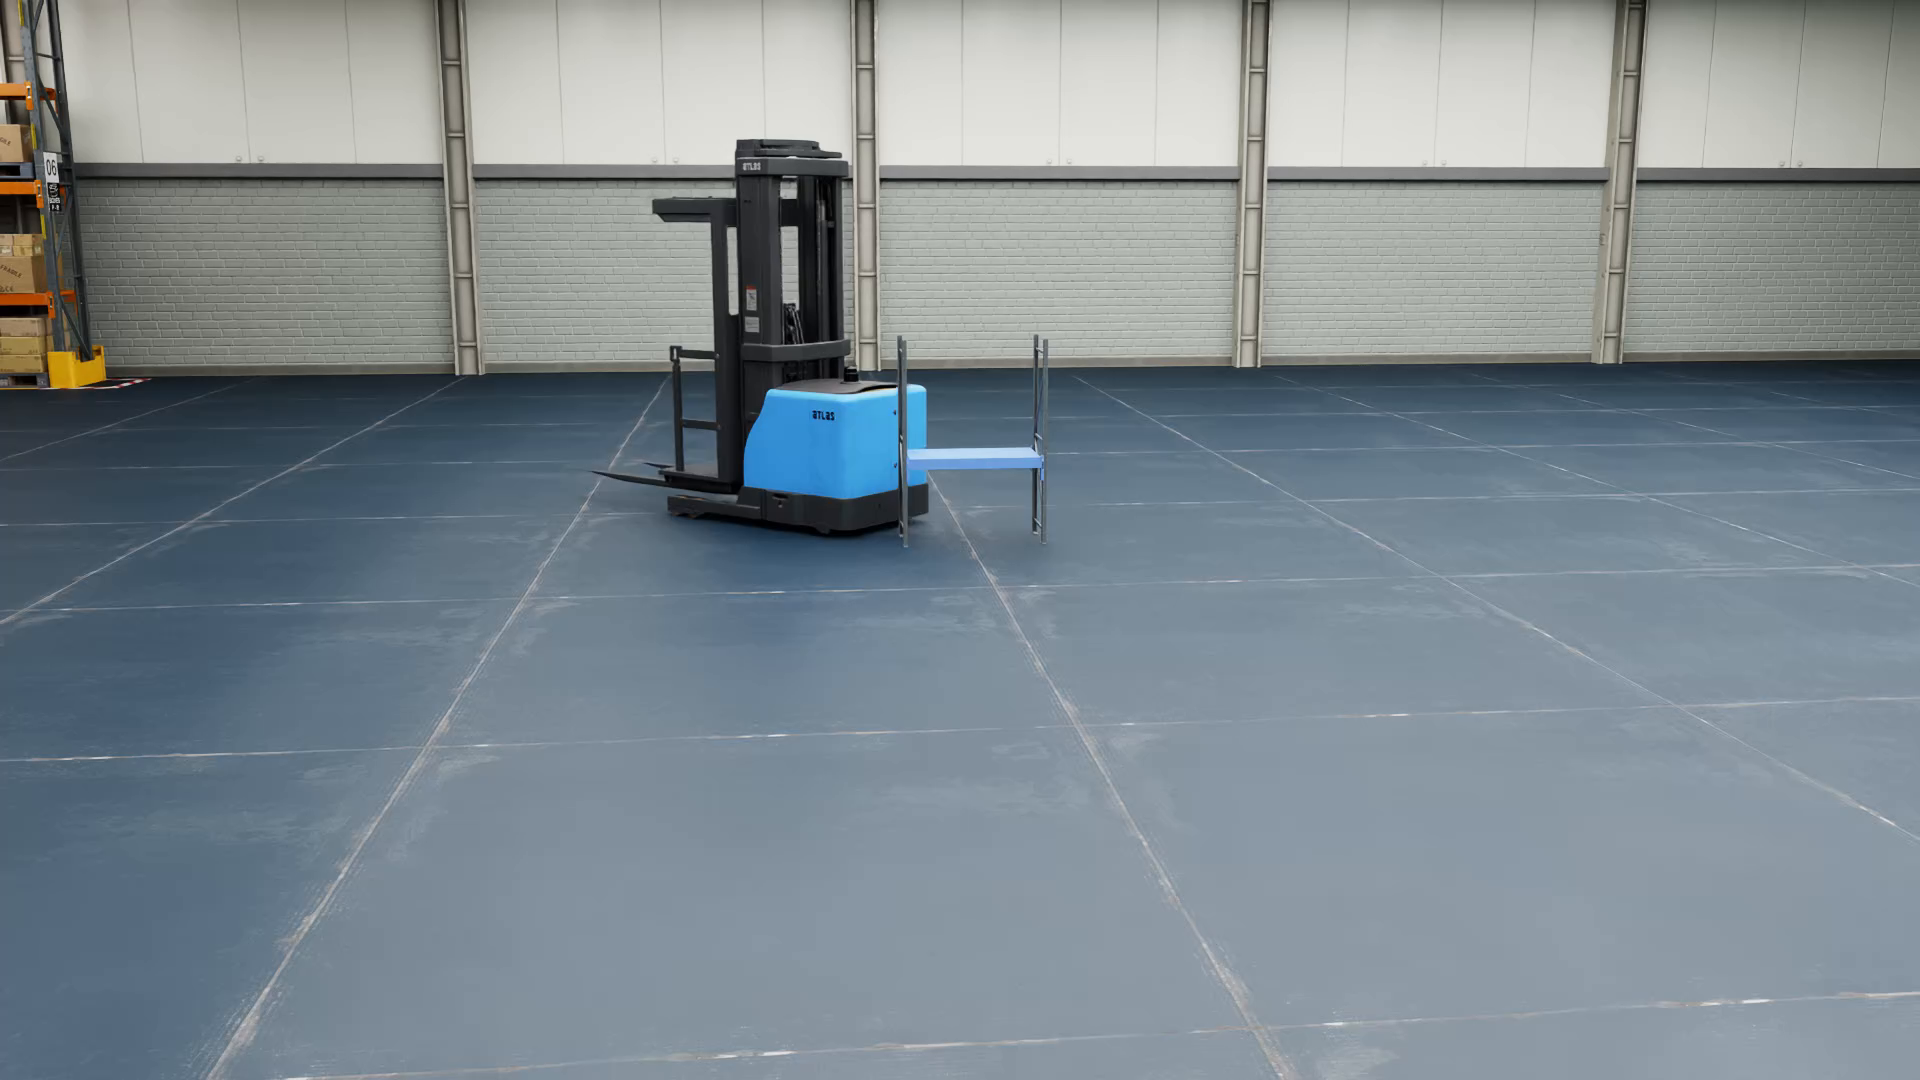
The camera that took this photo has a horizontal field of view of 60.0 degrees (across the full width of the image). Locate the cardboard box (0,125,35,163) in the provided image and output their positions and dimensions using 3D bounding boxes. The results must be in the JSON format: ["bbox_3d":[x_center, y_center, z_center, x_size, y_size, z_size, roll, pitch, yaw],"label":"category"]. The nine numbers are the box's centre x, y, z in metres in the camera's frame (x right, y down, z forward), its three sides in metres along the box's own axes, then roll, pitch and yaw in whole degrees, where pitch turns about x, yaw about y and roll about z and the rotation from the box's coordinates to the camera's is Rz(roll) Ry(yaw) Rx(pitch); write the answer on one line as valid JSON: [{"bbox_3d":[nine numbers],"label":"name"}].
[{"bbox_3d":[-12.981,-5.415,22.752,0.500,0.500,0.500,-1,11,-4],"label":"cardboard box"}]

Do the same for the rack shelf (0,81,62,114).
[{"bbox_3d":[-14.556,-6.047,22.703,4.000,0.370,1.077,-1,11,-6],"label":"rack shelf"}]

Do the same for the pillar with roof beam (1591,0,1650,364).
[{"bbox_3d":[10.967,-6.471,21.956,0.400,9.000,9.100,-1,11,-6],"label":"pillar with roof beam"}]

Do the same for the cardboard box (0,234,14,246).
[{"bbox_3d":[-13.143,-4.149,22.985,0.250,0.149,0.380,-1,11,-6],"label":"cardboard box"}]

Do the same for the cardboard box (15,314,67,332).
[{"bbox_3d":[-13.066,-3.068,23.648,0.500,0.250,0.500,-1,11,-7],"label":"cardboard box"}]

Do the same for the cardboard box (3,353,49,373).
[{"bbox_3d":[-13.001,-2.481,23.252,0.500,0.250,0.500,-1,11,-6],"label":"cardboard box"}]

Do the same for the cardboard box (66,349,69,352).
[{"bbox_3d":[-13.077,-2.579,23.749,0.500,0.250,0.500,-1,11,-6],"label":"cardboard box"}]

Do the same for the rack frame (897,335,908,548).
[{"bbox_3d":[-0.421,-0.727,12.179,0.032,1.500,0.500,-1,11,-6],"label":"rack frame"}]

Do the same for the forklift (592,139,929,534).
[{"bbox_3d":[-1.733,-1.683,13.329,3.031,2.935,1.130,8,14,36],"label":"forklift"}]

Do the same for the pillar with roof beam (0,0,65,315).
[{"bbox_3d":[-12.892,-5.971,19.413,0.400,9.000,9.100,-1,11,-6],"label":"pillar with roof beam"}]

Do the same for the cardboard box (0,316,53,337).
[{"bbox_3d":[-12.992,-2.973,23.161,0.500,0.250,0.500,-1,11,-4],"label":"cardboard box"}]

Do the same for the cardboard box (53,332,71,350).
[{"bbox_3d":[-13.058,-2.827,23.715,0.500,0.250,0.500,-1,11,-5],"label":"cardboard box"}]

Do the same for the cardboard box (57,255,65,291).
[{"bbox_3d":[-13.090,-3.787,23.595,0.500,0.500,0.500,-1,11,-4],"label":"cardboard box"}]

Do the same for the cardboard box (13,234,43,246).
[{"bbox_3d":[-12.901,-4.160,23.041,0.250,0.149,0.380,-1,11,-6],"label":"cardboard box"}]

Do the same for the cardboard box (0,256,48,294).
[{"bbox_3d":[-13.029,-3.683,23.068,0.500,0.500,0.500,-1,11,-7],"label":"cardboard box"}]

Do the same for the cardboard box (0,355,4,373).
[{"bbox_3d":[-13.496,-2.473,23.209,0.500,0.250,0.500,-1,11,-6],"label":"cardboard box"}]

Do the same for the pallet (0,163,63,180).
[{"bbox_3d":[-13.273,-5.113,23.055,1.213,0.211,1.003,-1,11,-6],"label":"pallet"}]

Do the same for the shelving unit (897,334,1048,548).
[{"bbox_3d":[0.085,-0.738,12.232,1.048,1.500,0.538,-1,11,-6],"label":"shelving unit"}]

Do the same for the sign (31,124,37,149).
[{"bbox_3d":[-12.523,-5.458,22.488,0.005,0.325,0.100,-1,11,-6],"label":"sign"}]

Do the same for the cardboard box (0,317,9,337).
[{"bbox_3d":[-13.499,-2.961,23.101,0.500,0.250,0.500,-1,11,-5],"label":"cardboard box"}]

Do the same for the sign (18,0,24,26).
[{"bbox_3d":[-12.523,-7.031,22.178,0.005,0.325,0.100,-1,11,-6],"label":"sign"}]

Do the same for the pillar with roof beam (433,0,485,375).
[{"bbox_3d":[-6.927,-6.096,20.049,0.400,9.000,9.100,-1,11,-6],"label":"pillar with roof beam"}]

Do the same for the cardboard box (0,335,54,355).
[{"bbox_3d":[-13.018,-2.727,23.206,0.500,0.250,0.500,-1,11,-7],"label":"cardboard box"}]

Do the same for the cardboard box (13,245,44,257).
[{"bbox_3d":[-12.882,-4.001,23.003,0.250,0.149,0.380,-1,11,-5],"label":"cardboard box"}]

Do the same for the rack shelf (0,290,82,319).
[{"bbox_3d":[-14.556,-3.300,23.243,4.000,0.370,1.077,-1,11,-6],"label":"rack shelf"}]

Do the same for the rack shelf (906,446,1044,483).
[{"bbox_3d":[0.085,-0.561,12.267,1.000,0.185,0.538,-1,11,-6],"label":"rack shelf"}]

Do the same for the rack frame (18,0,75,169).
[{"bbox_3d":[-12.568,-6.638,22.807,0.127,3.000,1.000,-1,11,-6],"label":"rack frame"}]

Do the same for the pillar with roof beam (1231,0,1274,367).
[{"bbox_3d":[5.002,-6.346,21.320,0.400,9.000,9.100,-1,11,-6],"label":"pillar with roof beam"}]

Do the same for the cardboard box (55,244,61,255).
[{"bbox_3d":[-12.933,-4.105,23.531,0.250,0.149,0.380,-1,11,-8],"label":"cardboard box"}]

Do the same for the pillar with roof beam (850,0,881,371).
[{"bbox_3d":[-0.963,-6.221,20.685,0.400,9.000,9.100,-1,11,-6],"label":"pillar with roof beam"}]

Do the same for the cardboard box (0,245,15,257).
[{"bbox_3d":[-13.133,-3.990,22.947,0.250,0.149,0.380,-1,11,-5],"label":"cardboard box"}]

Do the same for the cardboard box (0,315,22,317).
[{"bbox_3d":[-13.562,-3.057,23.591,0.500,0.250,0.500,-1,11,-6],"label":"cardboard box"}]

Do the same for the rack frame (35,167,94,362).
[{"bbox_3d":[-12.568,-3.695,23.386,0.127,3.000,1.000,-1,11,-6],"label":"rack frame"}]

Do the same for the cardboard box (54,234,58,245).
[{"bbox_3d":[-12.925,-4.242,23.458,0.250,0.149,0.380,-1,11,-7],"label":"cardboard box"}]

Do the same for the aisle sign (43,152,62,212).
[{"bbox_3d":[-12.471,-4.915,22.855,0.004,0.787,0.394,-1,11,-6],"label":"aisle sign"}]

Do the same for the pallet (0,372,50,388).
[{"bbox_3d":[-13.323,-2.303,23.533,1.213,0.211,1.003,-1,11,-6],"label":"pallet"}]

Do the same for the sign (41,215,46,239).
[{"bbox_3d":[-12.523,-4.275,22.720,0.005,0.325,0.100,-1,11,-6],"label":"sign"}]

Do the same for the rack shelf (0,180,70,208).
[{"bbox_3d":[-14.556,-4.772,22.954,4.000,0.370,1.077,-1,11,-6],"label":"rack shelf"}]

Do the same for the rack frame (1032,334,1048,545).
[{"bbox_3d":[0.590,-0.748,12.286,0.032,1.500,0.500,-1,11,-6],"label":"rack frame"}]

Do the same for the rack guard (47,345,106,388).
[{"bbox_3d":[-12.544,-2.469,23.629,0.348,0.500,1.175,-1,11,-6],"label":"rack guard"}]
